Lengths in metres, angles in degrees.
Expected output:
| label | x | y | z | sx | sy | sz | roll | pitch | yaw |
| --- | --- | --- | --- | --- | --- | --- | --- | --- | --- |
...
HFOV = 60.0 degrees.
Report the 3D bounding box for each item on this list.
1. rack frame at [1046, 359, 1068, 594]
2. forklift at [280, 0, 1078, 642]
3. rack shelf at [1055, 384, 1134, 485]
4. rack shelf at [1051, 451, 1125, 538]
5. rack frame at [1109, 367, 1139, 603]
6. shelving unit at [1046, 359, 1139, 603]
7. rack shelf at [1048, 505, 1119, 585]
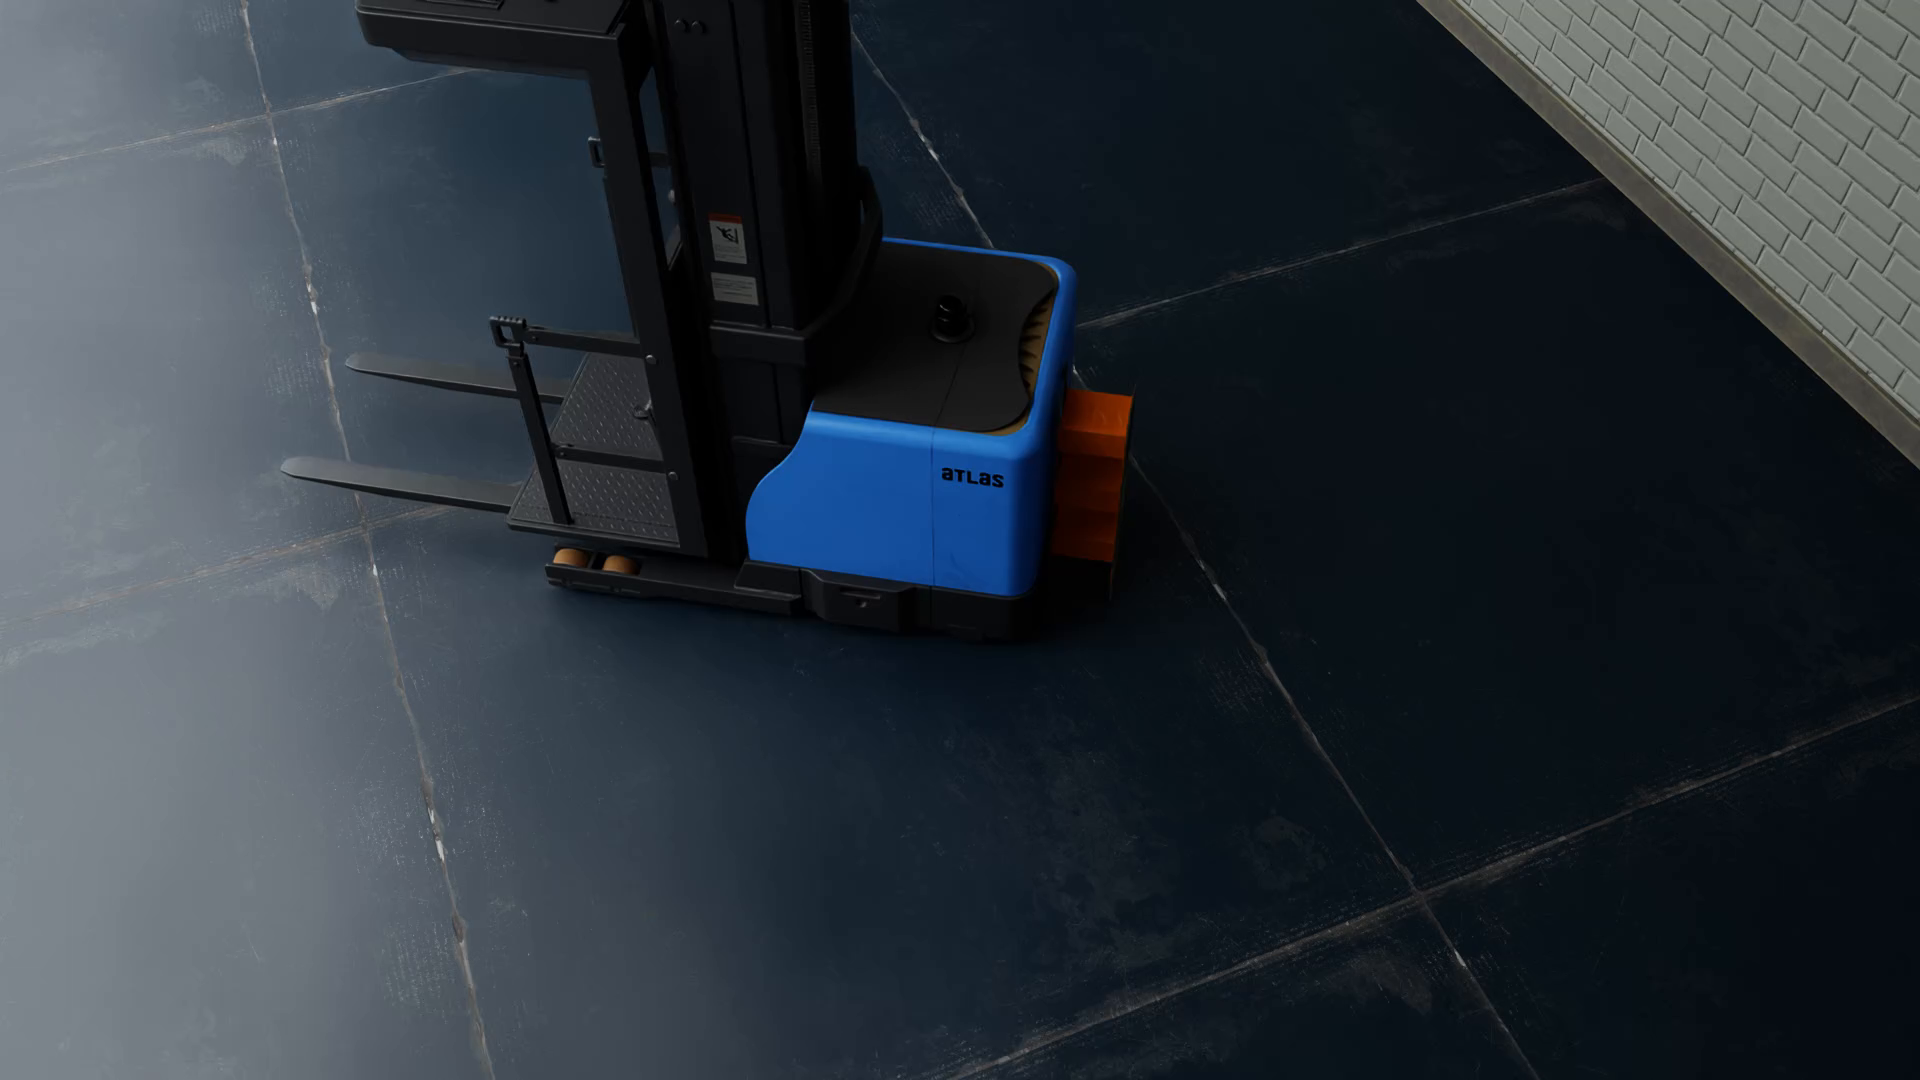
| label | x | y | z | sx | sy | sz | roll | pitch | yaw |
| --- | --- | --- | --- | --- | --- | --- | --- | --- | --- |
| rack frame | 0.353 | -0.210 | 6.079 | 0.008 | 1.050 | 0.200 | 8 | 50 | 7 |
| forklift | -1.125 | -1.124 | 5.624 | 3.031 | 2.935 | 1.130 | 8 | 50 | 7 |
| rack shelf | 0.473 | -0.371 | 5.857 | 0.240 | 0.259 | 0.215 | 8 | 50 | 7 |
| rack shelf | 0.473 | -0.186 | 6.073 | 0.240 | 0.259 | 0.215 | 8 | 50 | 7 |
| rack frame | 0.593 | -0.176 | 6.050 | 0.008 | 1.050 | 0.200 | 8 | 50 | 7 |
| shelving unit | 0.473 | -0.193 | 6.065 | 0.252 | 1.050 | 0.215 | 8 | 50 | 7 |
| rack shelf | 0.473 | -0.005 | 6.283 | 0.240 | 0.259 | 0.215 | 8 | 50 | 7 |
